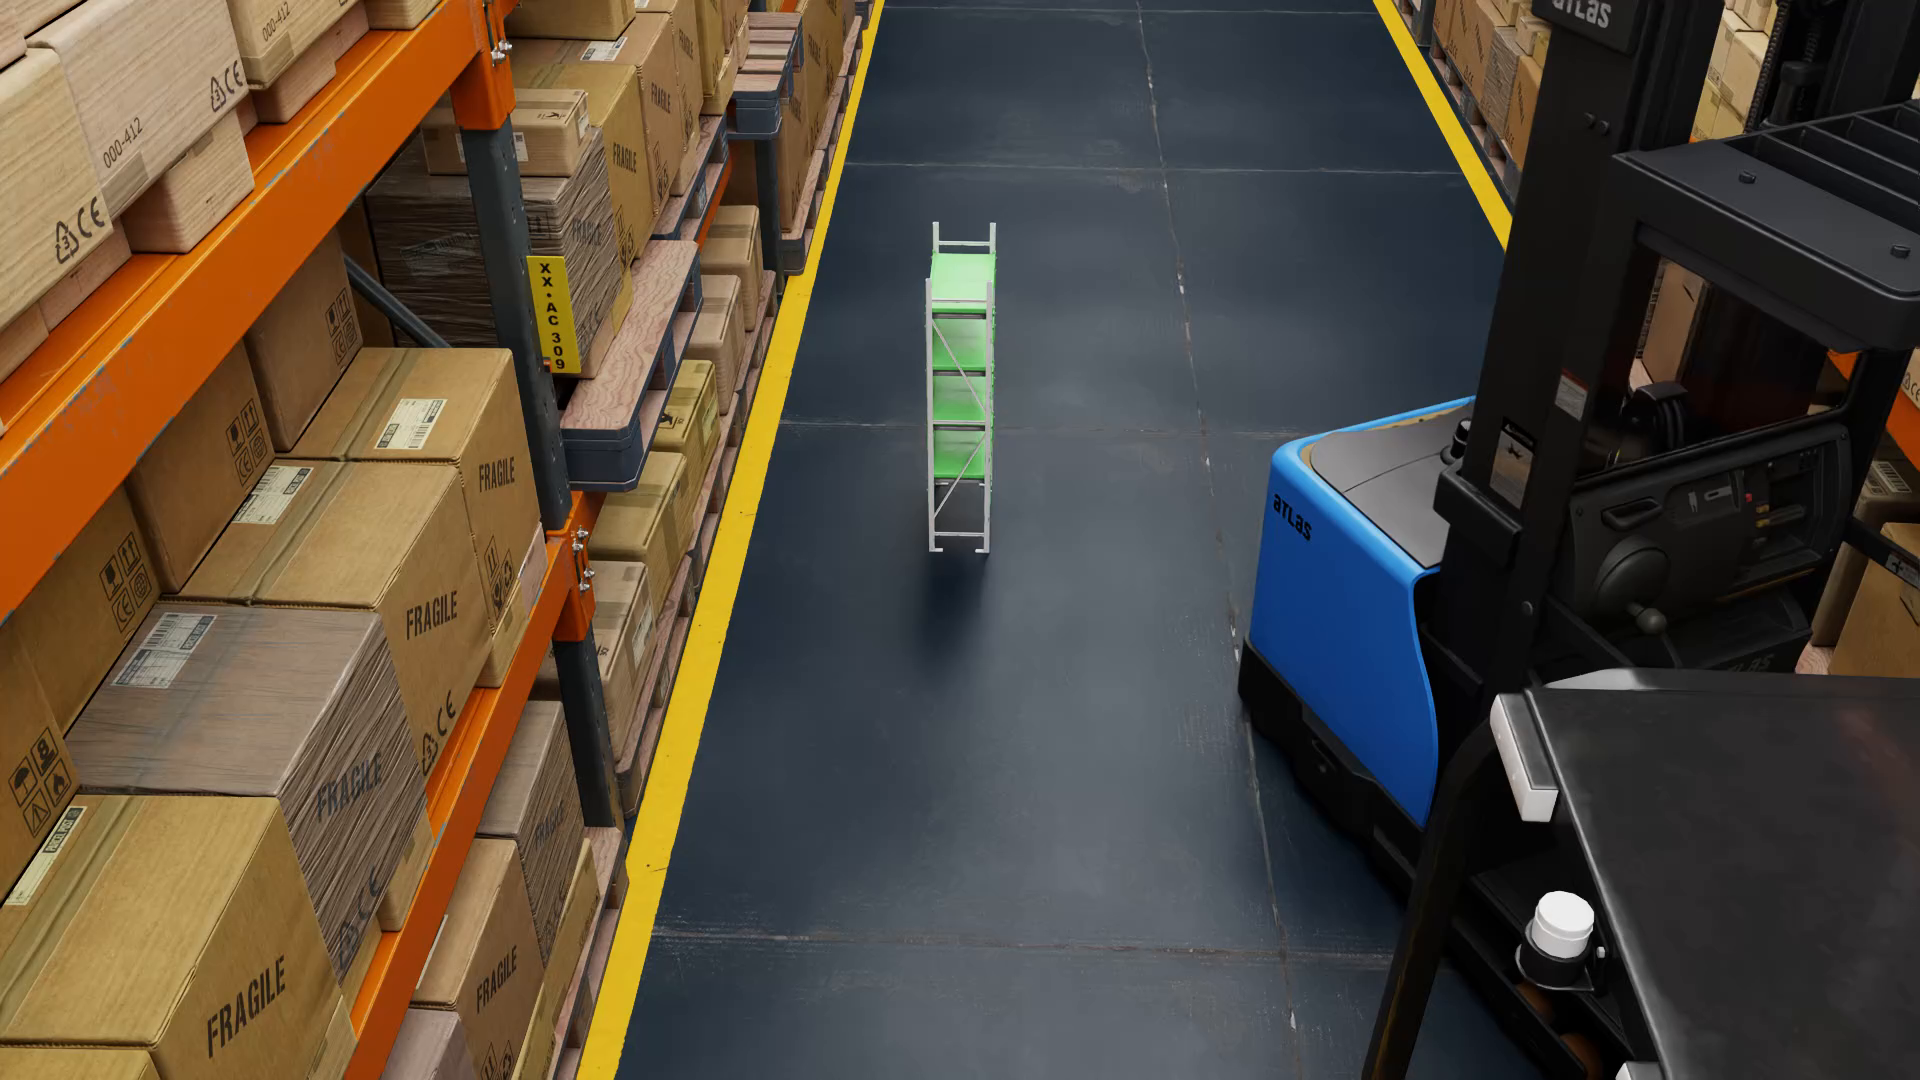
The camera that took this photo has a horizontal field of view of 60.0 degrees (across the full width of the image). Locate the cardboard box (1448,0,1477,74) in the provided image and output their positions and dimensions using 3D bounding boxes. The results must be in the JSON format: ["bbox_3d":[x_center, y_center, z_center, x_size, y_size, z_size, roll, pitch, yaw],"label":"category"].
[{"bbox_3d":[3.457,-3.273,10.607,0.500,0.500,0.500,1,35,1],"label":"cardboard box"}]

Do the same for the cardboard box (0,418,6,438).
[{"bbox_3d":[-1.374,-0.123,1.927,0.380,0.149,0.250,0,35,1],"label":"cardboard box"}]

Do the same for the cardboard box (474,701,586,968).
[{"bbox_3d":[-1.324,0.773,4.415,0.500,0.500,0.500,1,35,1],"label":"cardboard box"}]

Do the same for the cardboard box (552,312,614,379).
[{"bbox_3d":[-1.231,-0.598,4.846,0.380,0.149,0.250,2,35,3],"label":"cardboard box"}]

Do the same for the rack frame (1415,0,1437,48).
[{"bbox_3d":[3.712,-4.703,10.833,1.000,3.000,0.127,1,35,2],"label":"rack frame"}]

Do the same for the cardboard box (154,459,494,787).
[{"bbox_3d":[-1.352,0.175,3.546,0.500,0.500,0.500,2,35,3],"label":"cardboard box"}]

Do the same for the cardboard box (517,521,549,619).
[{"bbox_3d":[-1.277,0.075,4.253,0.380,0.149,0.250,1,35,1],"label":"cardboard box"}]

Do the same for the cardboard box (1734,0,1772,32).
[{"bbox_3d":[3.253,-2.083,6.454,0.380,0.149,0.250,2,35,2],"label":"cardboard box"}]

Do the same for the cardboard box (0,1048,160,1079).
[{"bbox_3d":[-1.396,1.060,2.287,0.500,0.500,0.500,1,35,1],"label":"cardboard box"}]

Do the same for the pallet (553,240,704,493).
[{"bbox_3d":[-1.393,-0.576,5.128,1.003,0.211,1.213,1,35,2],"label":"pallet"}]

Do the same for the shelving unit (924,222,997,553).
[{"bbox_3d":[0.007,-0.586,6.540,0.258,1.200,0.503,1,35,2],"label":"shelving unit"}]

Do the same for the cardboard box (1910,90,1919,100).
[{"bbox_3d":[3.205,-1.349,5.410,0.380,0.149,0.250,2,35,2],"label":"cardboard box"}]

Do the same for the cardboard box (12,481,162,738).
[{"bbox_3d":[-1.893,0.038,2.872,0.700,0.500,0.500,1,35,1],"label":"cardboard box"}]

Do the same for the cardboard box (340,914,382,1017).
[{"bbox_3d":[-1.355,0.805,3.214,0.380,0.149,0.250,1,35,1],"label":"cardboard box"}]

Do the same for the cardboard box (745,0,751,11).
[{"bbox_3d":[-1.149,-2.584,7.107,0.500,0.500,0.500,0,35,1],"label":"cardboard box"}]

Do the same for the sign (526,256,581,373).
[{"bbox_3d":[-1.026,-0.565,4.193,0.100,0.325,0.005,1,35,2],"label":"sign"}]

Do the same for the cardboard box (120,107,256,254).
[{"bbox_3d":[-1.332,-0.564,2.554,0.380,0.149,0.250,2,35,3],"label":"cardboard box"}]

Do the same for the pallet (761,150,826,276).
[{"bbox_3d":[-1.301,-1.828,9.167,1.003,0.211,1.213,1,35,2],"label":"pallet"}]

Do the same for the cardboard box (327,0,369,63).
[{"bbox_3d":[-1.375,-1.012,3.191,0.380,0.149,0.250,2,35,2],"label":"cardboard box"}]

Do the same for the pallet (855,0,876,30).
[{"bbox_3d":[-1.139,-4.110,12.414,1.003,0.211,1.213,1,35,2],"label":"pallet"}]

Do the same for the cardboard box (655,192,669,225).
[{"bbox_3d":[-1.213,-1.195,5.695,0.380,0.149,0.250,2,35,2],"label":"cardboard box"}]

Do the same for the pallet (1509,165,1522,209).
[{"bbox_3d":[3.619,-1.692,8.974,1.003,0.211,1.213,1,35,2],"label":"pallet"}]

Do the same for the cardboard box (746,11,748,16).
[{"bbox_3d":[-1.125,-2.237,7.177,0.380,0.149,0.250,2,35,3],"label":"cardboard box"}]

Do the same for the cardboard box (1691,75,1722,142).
[{"bbox_3d":[3.265,-1.805,6.840,0.500,0.250,0.500,1,35,1],"label":"cardboard box"}]

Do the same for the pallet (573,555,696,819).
[{"bbox_3d":[-1.539,0.474,5.891,1.003,0.211,1.213,1,35,2],"label":"pallet"}]

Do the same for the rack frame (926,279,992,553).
[{"bbox_3d":[-0.003,-0.446,6.341,0.240,1.200,0.015,1,35,2],"label":"rack frame"}]

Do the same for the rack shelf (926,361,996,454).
[{"bbox_3d":[0.007,-0.534,6.577,0.258,0.148,0.480,1,35,2],"label":"rack shelf"}]

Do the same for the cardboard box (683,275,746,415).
[{"bbox_3d":[-1.462,-0.865,7.293,0.950,0.372,0.625,1,35,1],"label":"cardboard box"}]

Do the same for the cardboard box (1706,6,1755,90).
[{"bbox_3d":[3.269,-2.011,6.698,0.500,0.250,0.500,2,35,3],"label":"cardboard box"}]

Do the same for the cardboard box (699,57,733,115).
[{"bbox_3d":[-1.105,-1.788,6.539,0.380,0.149,0.250,2,35,3],"label":"cardboard box"}]

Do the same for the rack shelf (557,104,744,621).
[{"bbox_3d":[-1.488,-1.074,6.295,1.077,0.370,4.000,1,35,2],"label":"rack shelf"}]

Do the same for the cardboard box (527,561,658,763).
[{"bbox_3d":[-1.550,0.383,5.517,0.950,0.372,0.625,2,35,2],"label":"cardboard box"}]

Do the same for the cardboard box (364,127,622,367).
[{"bbox_3d":[-1.263,-0.816,4.592,0.500,0.500,0.500,2,35,3],"label":"cardboard box"}]

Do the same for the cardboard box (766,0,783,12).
[{"bbox_3d":[-1.137,-2.731,8.158,0.500,0.250,0.500,1,35,1],"label":"cardboard box"}]

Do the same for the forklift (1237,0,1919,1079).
[{"bbox_3d":[2.034,0.039,4.146,1.130,2.935,3.031,-14,38,-19],"label":"forklift"}]

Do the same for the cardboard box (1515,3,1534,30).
[{"bbox_3d":[3.461,-3.010,9.669,0.380,0.149,0.250,1,35,2],"label":"cardboard box"}]

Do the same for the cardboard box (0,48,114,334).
[{"bbox_3d":[-1.377,-0.372,1.933,0.500,0.250,0.500,2,35,3],"label":"cardboard box"}]

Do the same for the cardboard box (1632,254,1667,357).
[{"bbox_3d":[3.513,-1.247,7.616,0.875,0.625,0.625,2,35,3],"label":"cardboard box"}]

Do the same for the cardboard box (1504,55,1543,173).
[{"bbox_3d":[3.403,-2.390,9.350,0.500,0.500,0.500,3,35,4],"label":"cardboard box"}]

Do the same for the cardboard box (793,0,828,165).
[{"bbox_3d":[-1.257,-2.727,9.504,0.875,0.875,0.875,2,35,2],"label":"cardboard box"}]

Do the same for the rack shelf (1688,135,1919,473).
[{"bbox_3d":[3.471,-0.961,6.135,1.077,0.370,4.000,1,35,2],"label":"rack shelf"}]

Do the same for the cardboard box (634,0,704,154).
[{"bbox_3d":[-1.200,-1.683,5.825,0.500,0.500,0.500,0,35,0],"label":"cardboard box"}]

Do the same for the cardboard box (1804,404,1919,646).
[{"bbox_3d":[3.440,-0.053,5.916,0.875,0.625,0.625,1,35,1],"label":"cardboard box"}]
